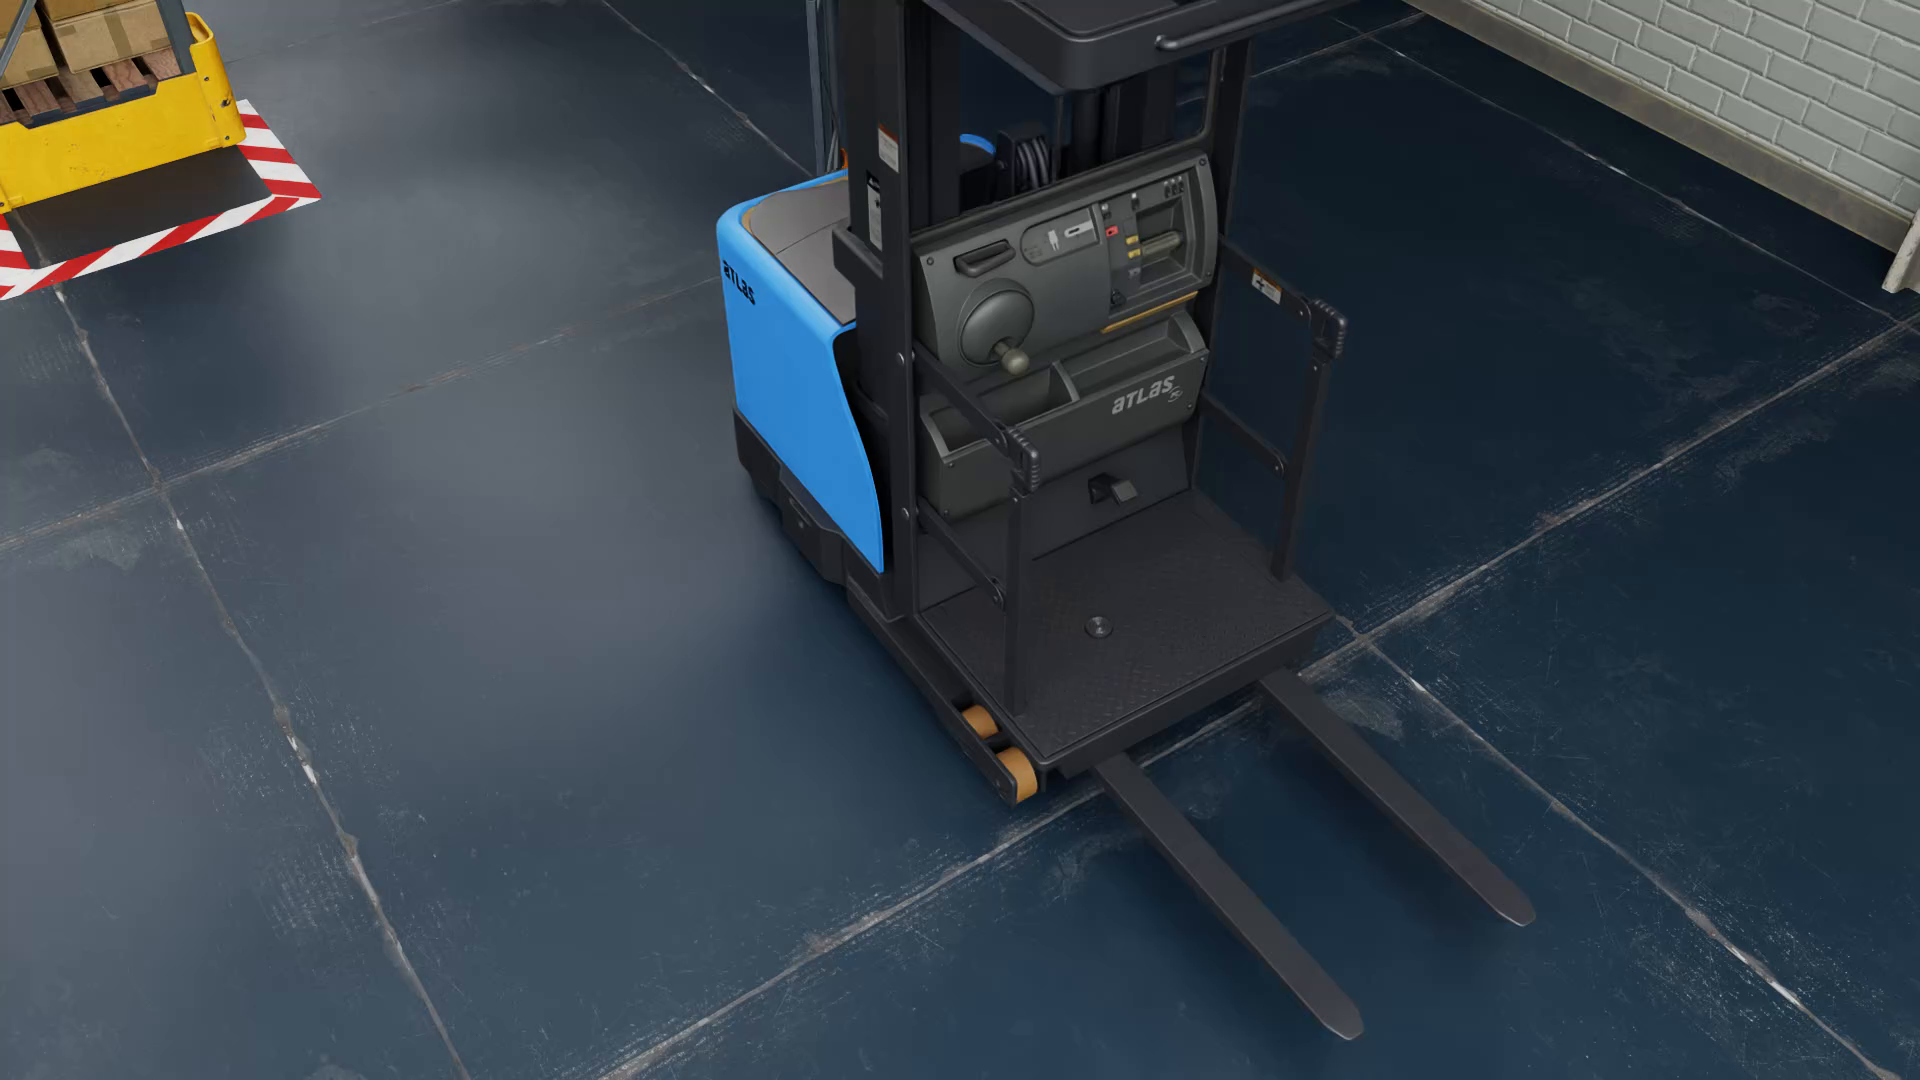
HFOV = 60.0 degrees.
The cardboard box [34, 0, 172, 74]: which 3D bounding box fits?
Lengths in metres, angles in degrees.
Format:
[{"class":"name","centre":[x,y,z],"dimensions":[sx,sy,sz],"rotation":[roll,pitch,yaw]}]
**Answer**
[{"class":"cardboard box","centre":[-4.051,-2.483,7.866],"dimensions":[0.500,0.250,0.500],"rotation":[-26,49,-25]}]

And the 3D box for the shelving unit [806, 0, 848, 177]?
[{"class":"shelving unit","centre":[0.021,-1.369,6.098],"dimensions":[1.083,1.500,0.587],"rotation":[2,44,2]}]

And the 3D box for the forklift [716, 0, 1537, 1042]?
[{"class":"forklift","centre":[0.424,-0.658,4.317],"dimensions":[1.130,2.935,3.031],"rotation":[-24,49,-23]}]

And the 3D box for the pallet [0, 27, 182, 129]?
[{"class":"pallet","centre":[-4.295,-2.268,7.973],"dimensions":[1.003,0.211,1.213],"rotation":[-26,49,-24]}]

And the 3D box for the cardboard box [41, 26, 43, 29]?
[{"class":"cardboard box","centre":[-4.337,-2.775,8.172],"dimensions":[0.500,0.250,0.500],"rotation":[-24,49,-23]}]

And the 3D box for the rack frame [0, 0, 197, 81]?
[{"class":"rack frame","centre":[-3.816,-2.760,6.468],"dimensions":[1.000,3.000,0.127],"rotation":[-26,49,-24]}]

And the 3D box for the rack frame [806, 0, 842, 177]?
[{"class":"rack frame","centre":[-0.478,-1.383,6.112],"dimensions":[0.032,1.500,0.500],"rotation":[2,44,2]}]

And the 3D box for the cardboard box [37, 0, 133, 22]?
[{"class":"cardboard box","centre":[-4.065,-2.767,7.621],"dimensions":[0.500,0.500,0.500],"rotation":[-27,50,-26]}]

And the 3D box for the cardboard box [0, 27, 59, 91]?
[{"class":"cardboard box","centre":[-4.513,-2.282,7.655],"dimensions":[0.500,0.250,0.500],"rotation":[-26,49,-25]}]

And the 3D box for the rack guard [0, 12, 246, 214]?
[{"class":"rack guard","centre":[-3.860,-1.898,7.377],"dimensions":[1.175,0.500,0.348],"rotation":[-26,49,-24]}]

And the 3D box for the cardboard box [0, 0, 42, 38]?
[{"class":"cardboard box","centre":[-4.488,-2.539,7.381],"dimensions":[0.500,0.500,0.500],"rotation":[-25,49,-24]}]

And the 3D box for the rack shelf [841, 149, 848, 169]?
[{"class":"rack shelf","centre":[0.030,-1.239,6.222],"dimensions":[1.000,0.185,0.538],"rotation":[2,44,2]}]
